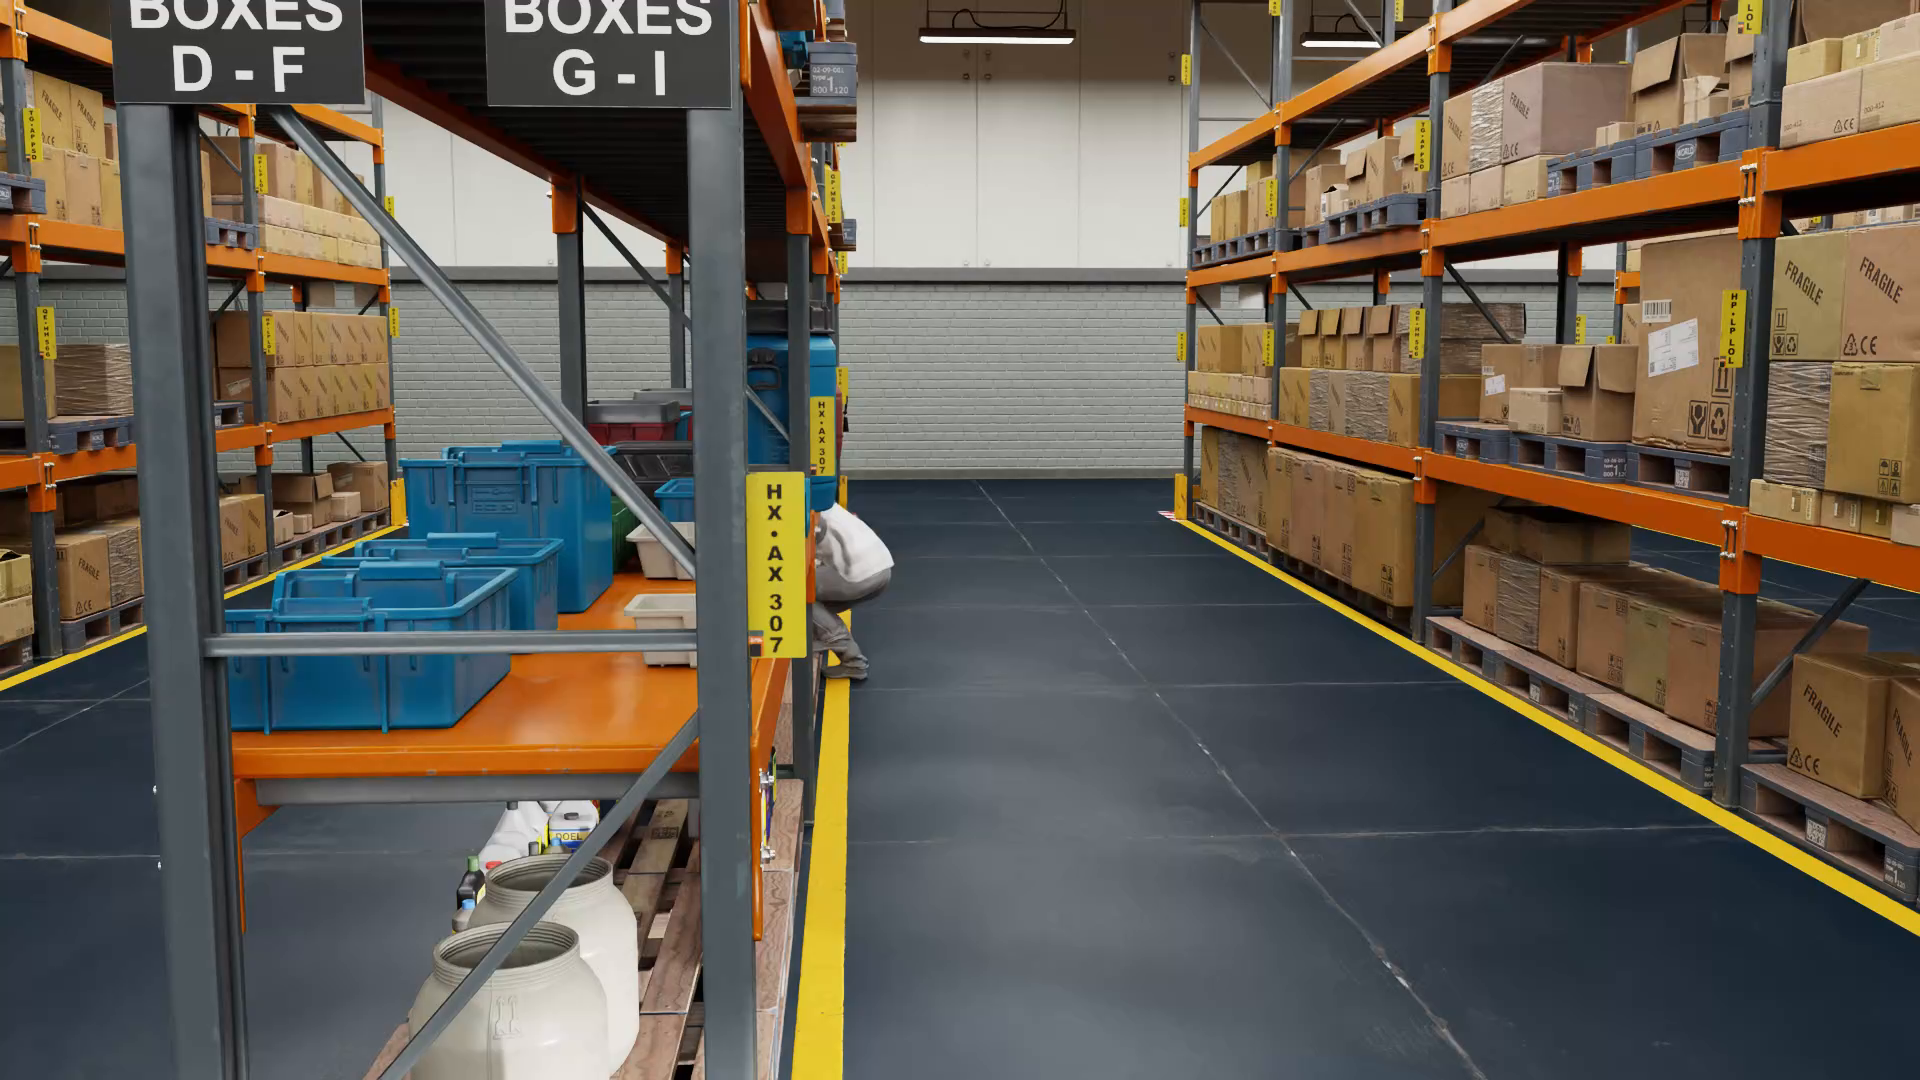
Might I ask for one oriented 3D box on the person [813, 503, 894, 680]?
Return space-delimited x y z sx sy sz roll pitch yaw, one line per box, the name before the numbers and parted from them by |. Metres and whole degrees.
person | -0.835 0.231 9.889 0.840 1.257 0.582 2 7 14
